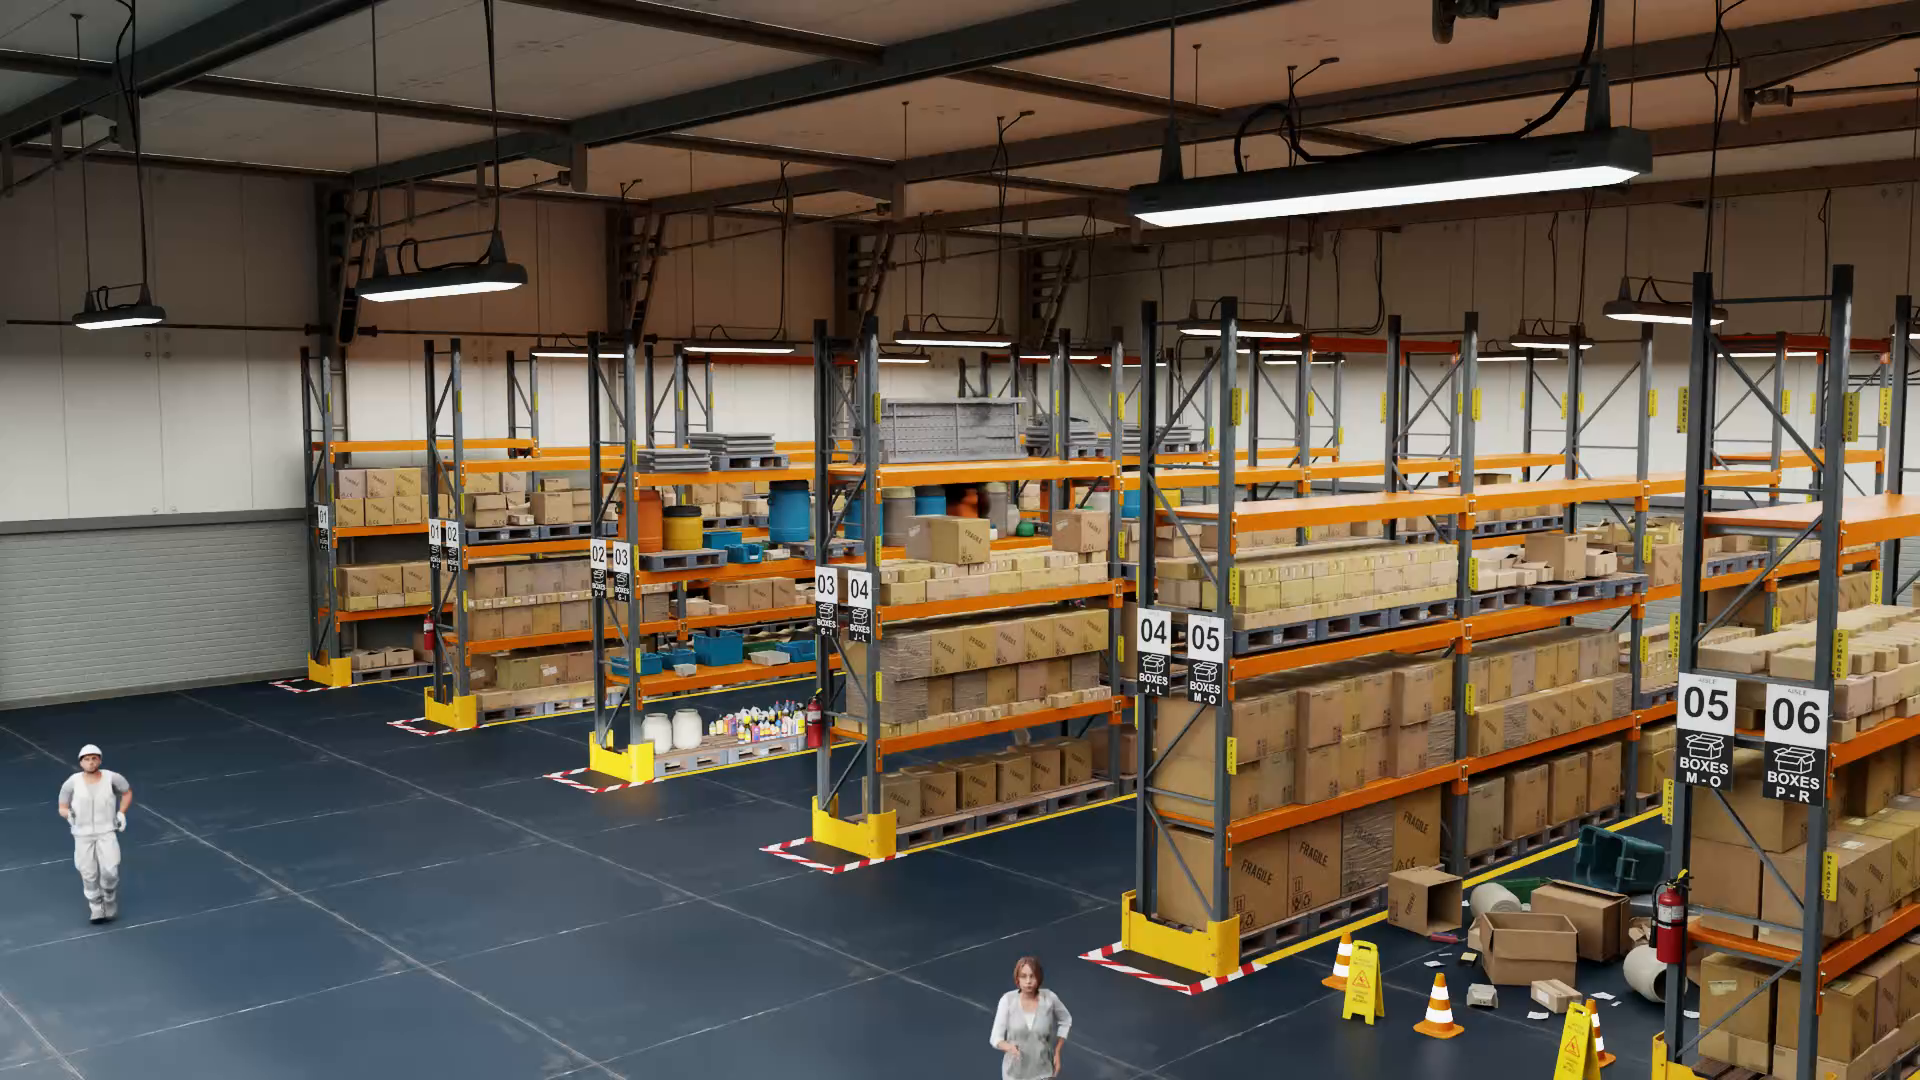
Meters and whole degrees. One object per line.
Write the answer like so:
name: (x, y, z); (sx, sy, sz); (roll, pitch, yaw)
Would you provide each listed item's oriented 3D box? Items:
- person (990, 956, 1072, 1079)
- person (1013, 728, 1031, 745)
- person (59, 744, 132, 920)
person: (0.447, 3.442, 10.561); (0.517, 1.608, 0.639); (0, 5, 4)
person: (0.717, 2.044, 22.446); (0.687, 1.810, 0.690); (5, 7, 43)
person: (-8.381, 2.858, 16.133); (0.632, 1.743, 0.614); (-2, 6, -25)
